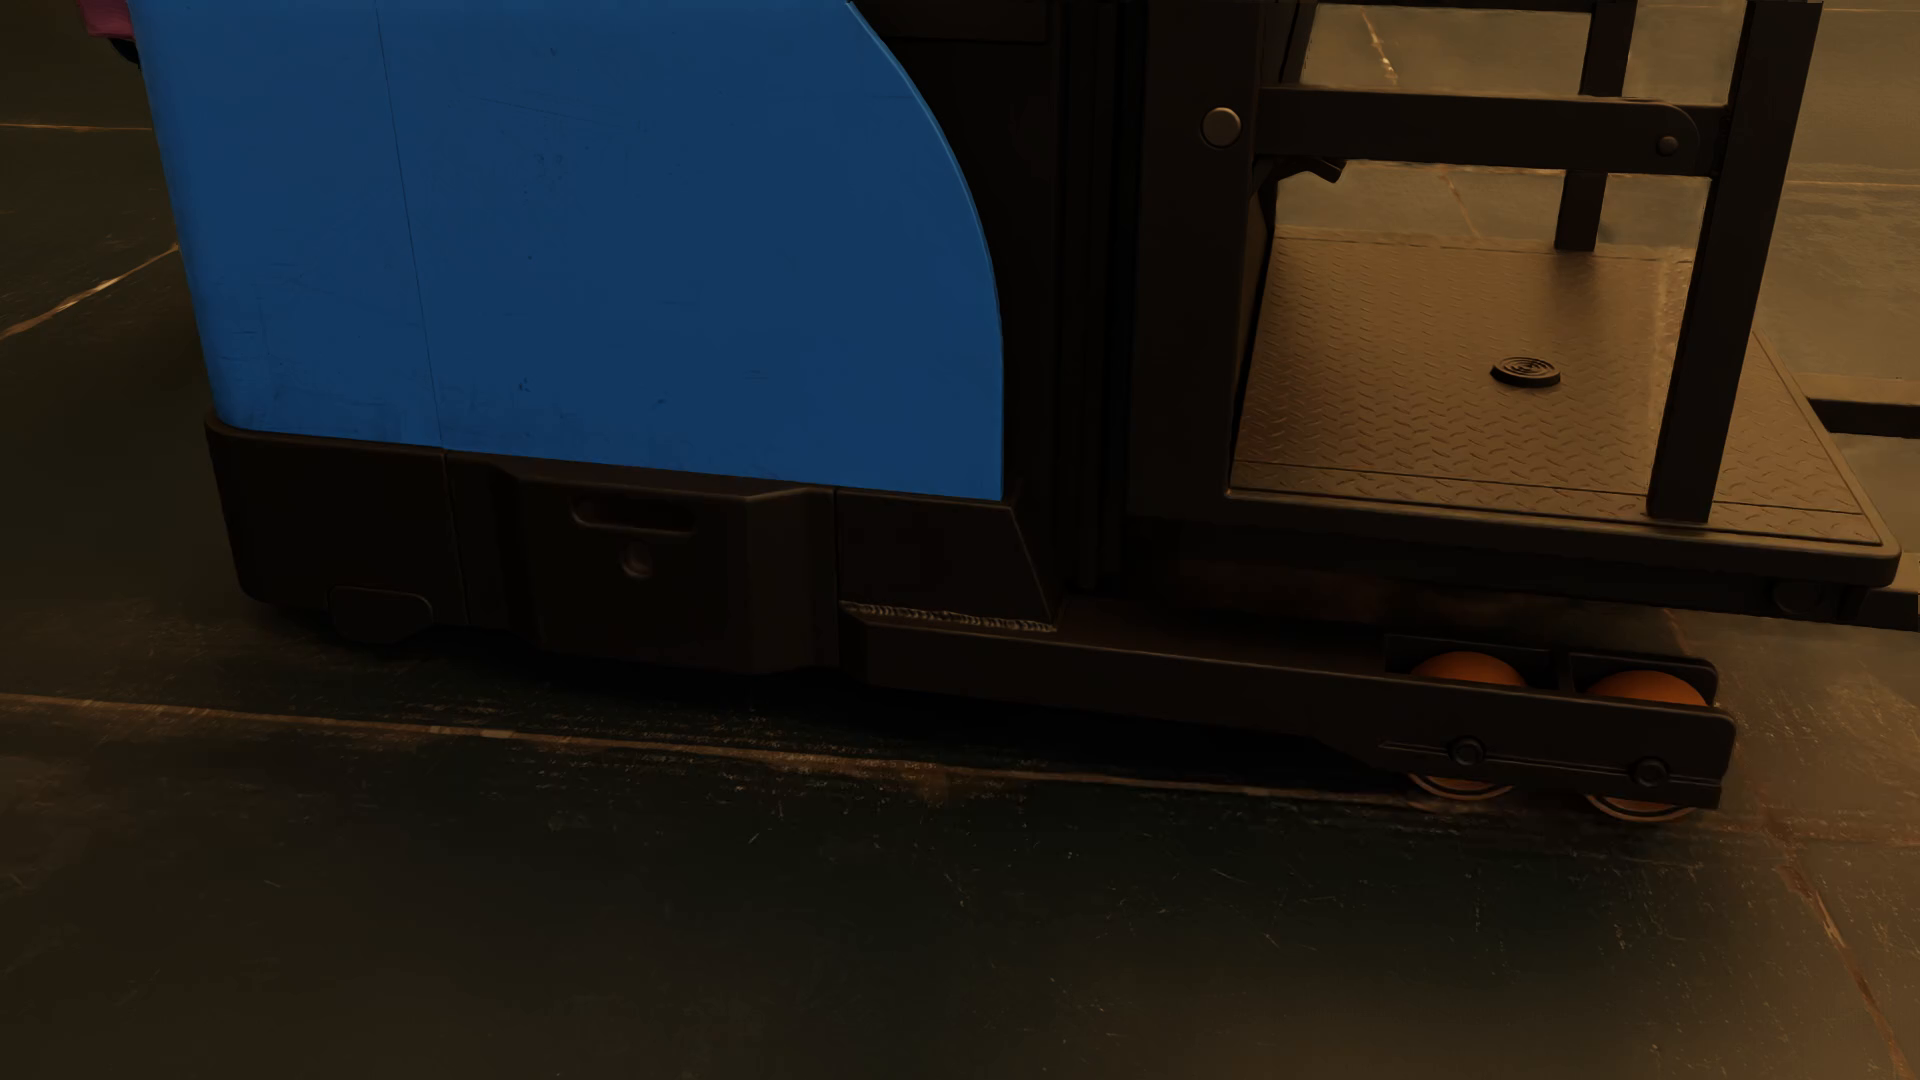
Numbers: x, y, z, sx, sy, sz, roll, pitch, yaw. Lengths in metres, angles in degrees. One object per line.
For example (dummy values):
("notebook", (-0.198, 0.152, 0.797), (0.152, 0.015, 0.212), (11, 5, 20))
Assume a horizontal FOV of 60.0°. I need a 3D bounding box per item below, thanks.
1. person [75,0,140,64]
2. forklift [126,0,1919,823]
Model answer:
("person", (-1.368, -1.104, 3.106), (0.957, 1.422, 0.691), (9, 28, 17))
("forklift", (0.598, -1.256, 1.734), (3.031, 2.935, 1.130), (6, 27, 11))
